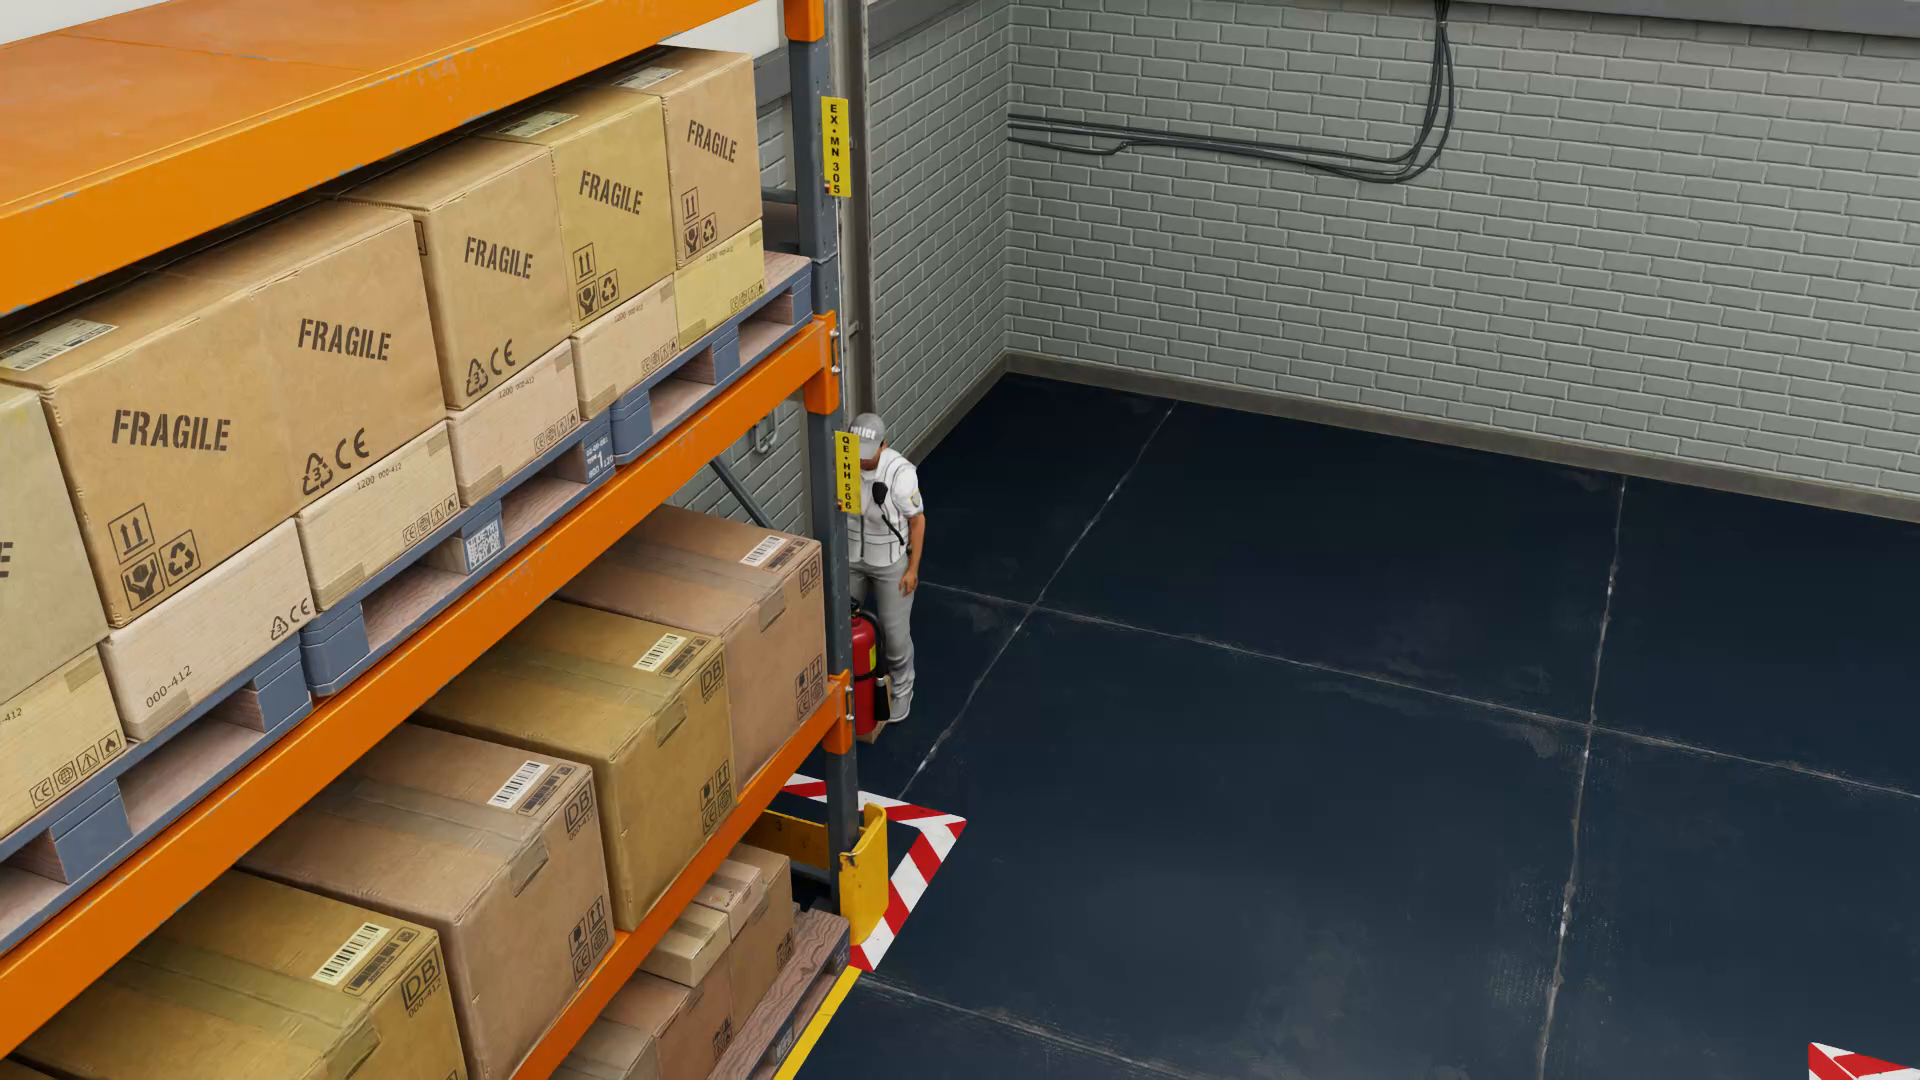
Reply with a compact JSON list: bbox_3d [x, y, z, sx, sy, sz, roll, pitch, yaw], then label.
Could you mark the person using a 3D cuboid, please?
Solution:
[{"bbox_3d":[-0.443,0.111,8.190,0.539,1.666,0.463,10,31,17],"label":"person"}]
